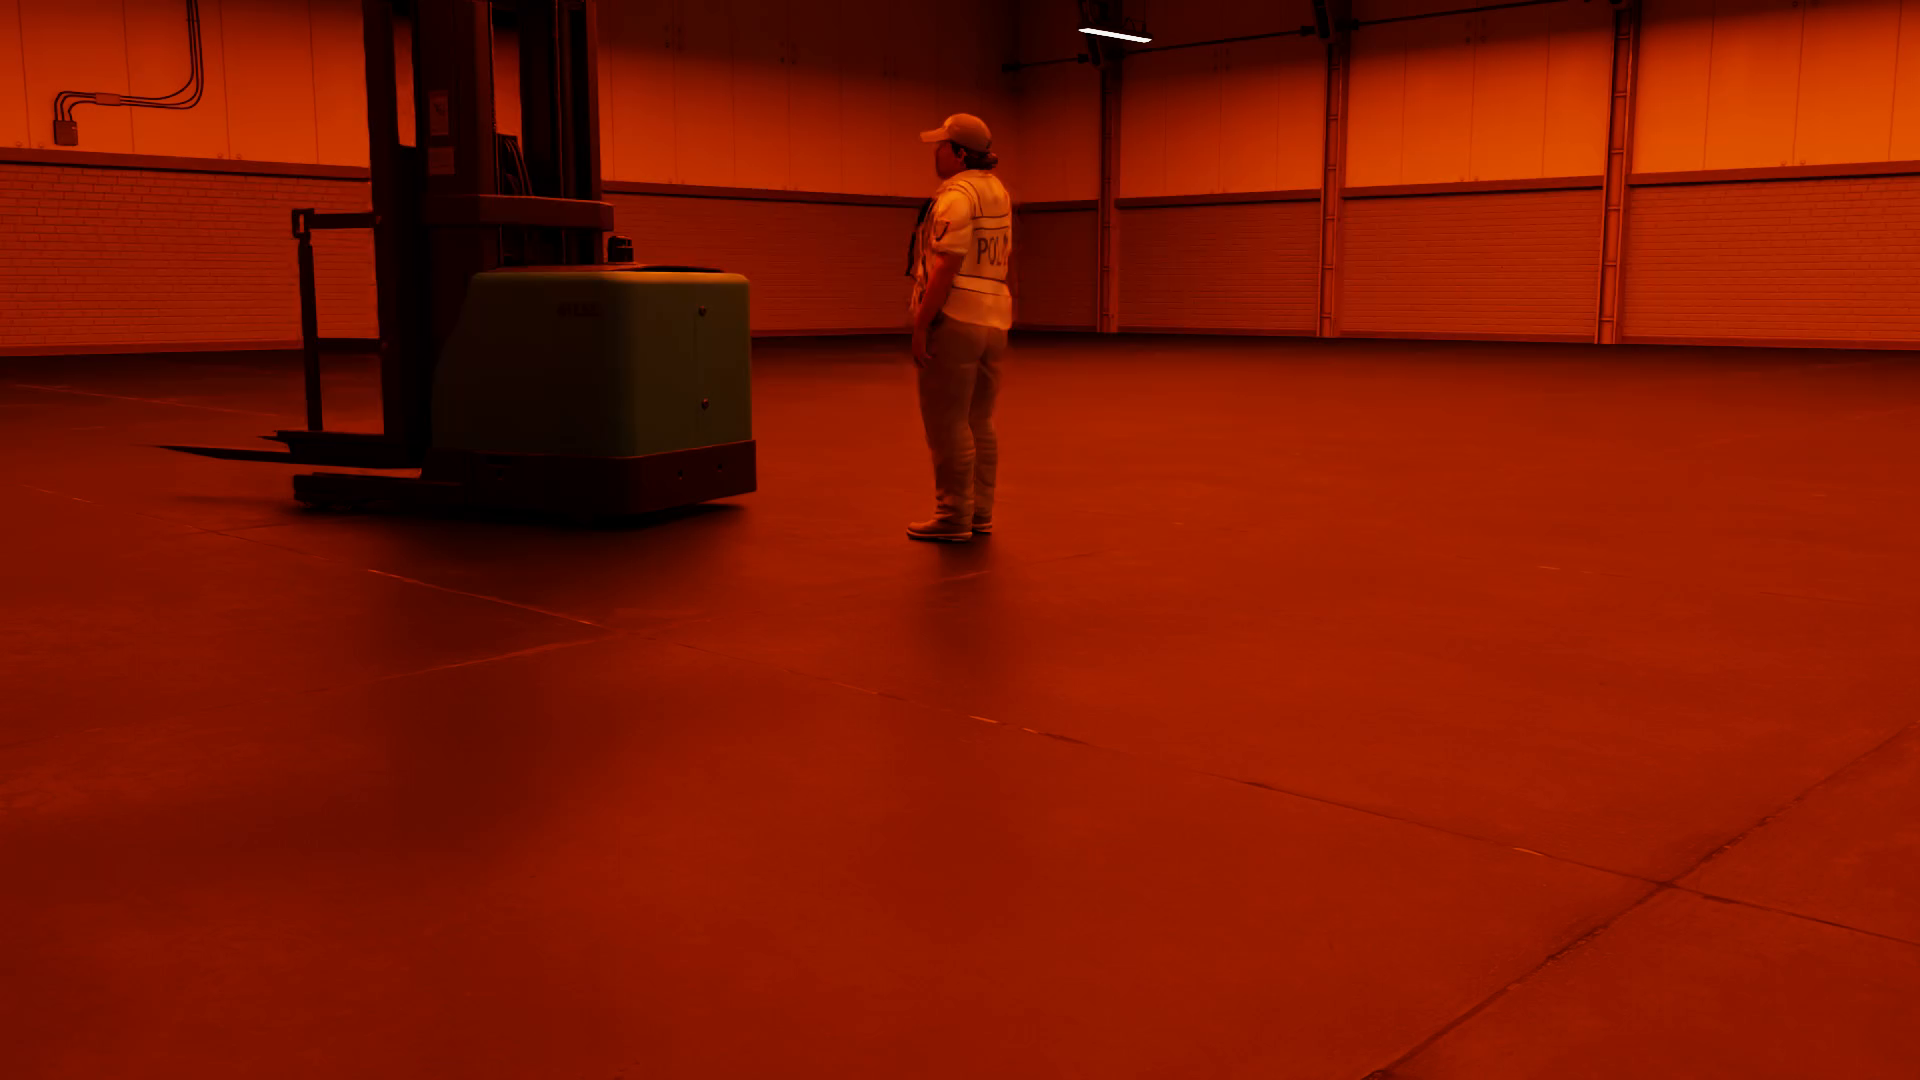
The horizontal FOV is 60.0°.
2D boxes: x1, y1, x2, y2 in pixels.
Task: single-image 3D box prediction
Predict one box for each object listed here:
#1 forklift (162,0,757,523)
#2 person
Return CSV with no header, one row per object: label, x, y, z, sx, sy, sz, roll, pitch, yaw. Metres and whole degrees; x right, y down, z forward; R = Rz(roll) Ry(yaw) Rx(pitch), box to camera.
forklift,-2.505,-1.645,7.800,3.031,2.935,1.130,4,10,26
person,-0.013,-0.837,6.653,0.442,1.671,0.662,4,10,26
